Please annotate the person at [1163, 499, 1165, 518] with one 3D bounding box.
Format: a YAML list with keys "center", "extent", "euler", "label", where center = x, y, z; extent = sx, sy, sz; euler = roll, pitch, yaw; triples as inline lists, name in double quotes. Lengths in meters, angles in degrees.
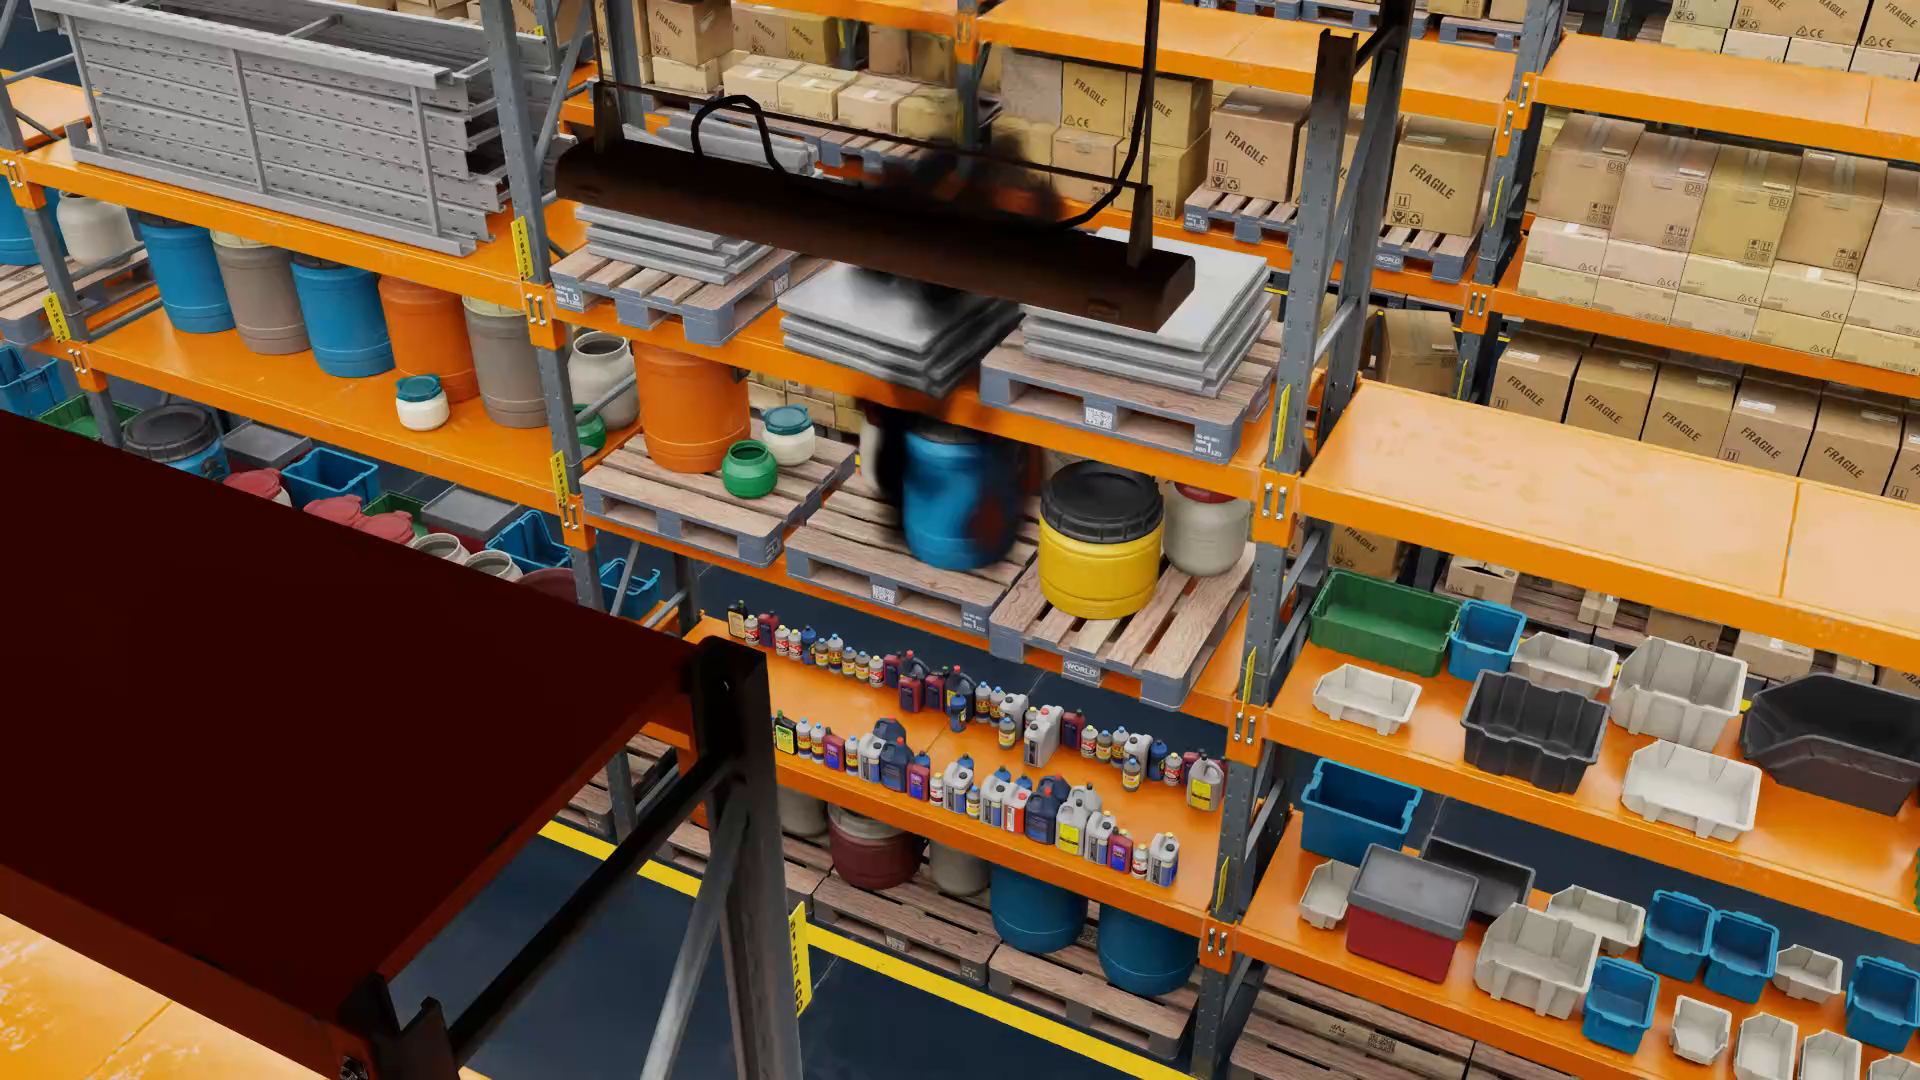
- center: [1.436, 0.413, 11.751]
  extent: [0.734, 1.717, 0.678]
  euler: [7, 36, 10]
  label: "person"
